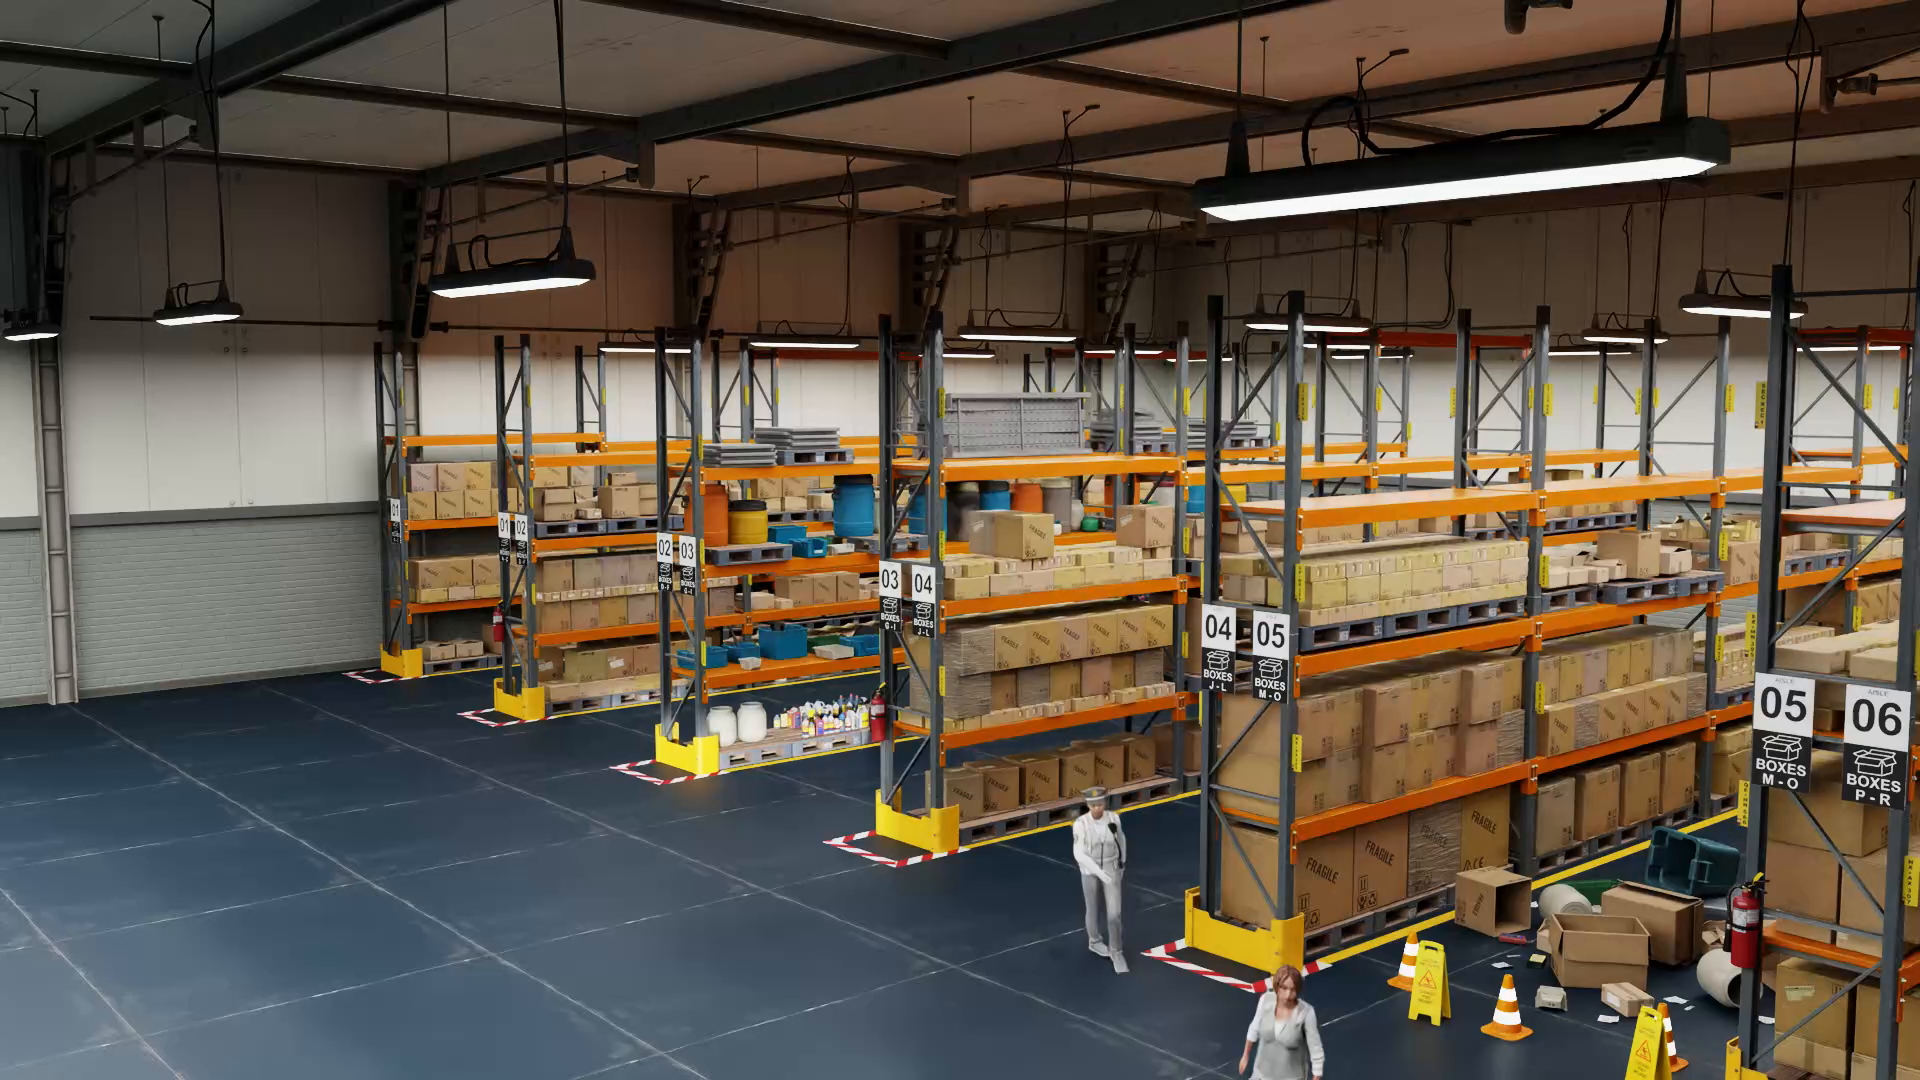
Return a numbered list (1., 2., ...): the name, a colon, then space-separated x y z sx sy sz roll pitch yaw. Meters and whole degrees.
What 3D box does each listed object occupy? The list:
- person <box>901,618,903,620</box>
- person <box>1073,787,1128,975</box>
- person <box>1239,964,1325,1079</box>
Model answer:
1. person: -0.542 1.936 27.175 0.950 1.612 0.649 -3 6 -30
2. person: 1.262 3.002 14.853 0.506 1.674 0.692 1 5 7
3. person: 2.080 3.424 10.702 0.589 1.542 0.619 2 6 23
